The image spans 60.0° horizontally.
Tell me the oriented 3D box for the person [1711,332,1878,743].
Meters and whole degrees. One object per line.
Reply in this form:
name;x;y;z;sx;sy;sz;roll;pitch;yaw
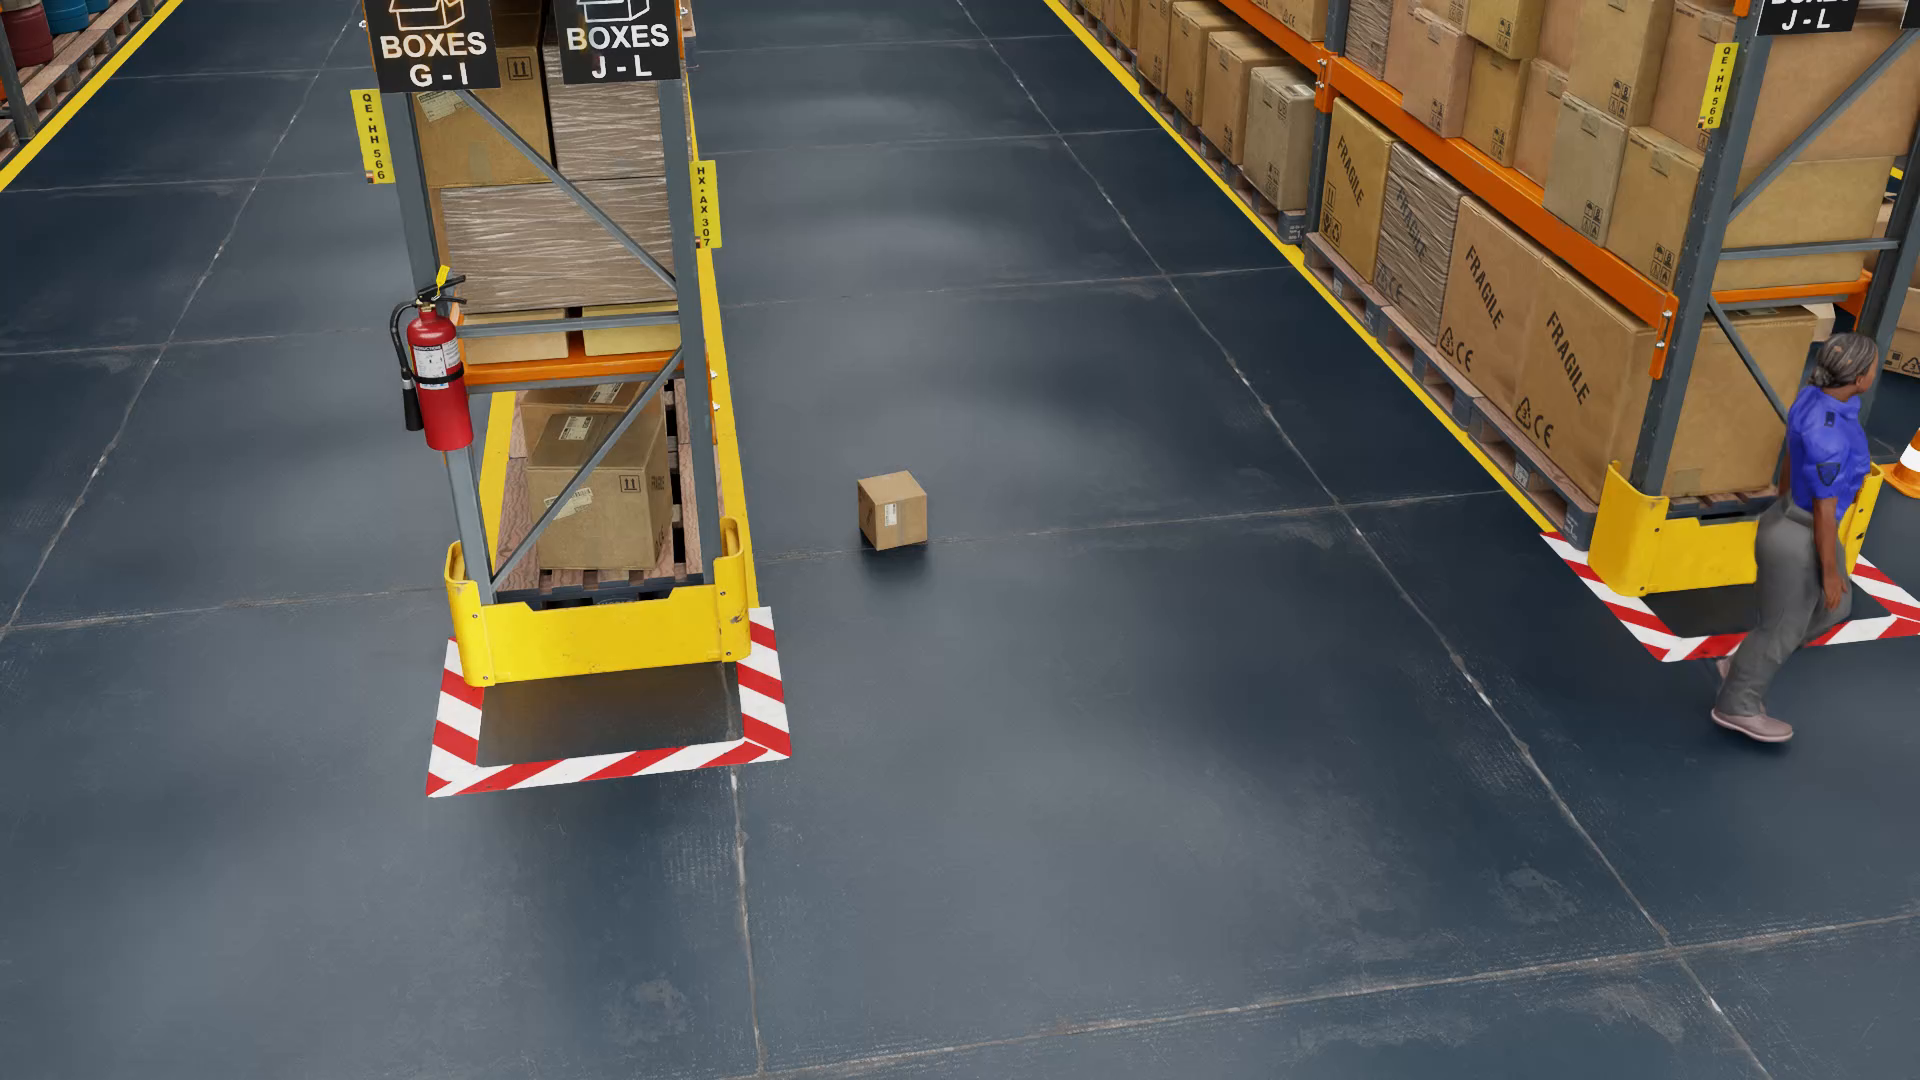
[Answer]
person;3.110;0.031;6.065;0.399;1.691;0.454;14;34;22
